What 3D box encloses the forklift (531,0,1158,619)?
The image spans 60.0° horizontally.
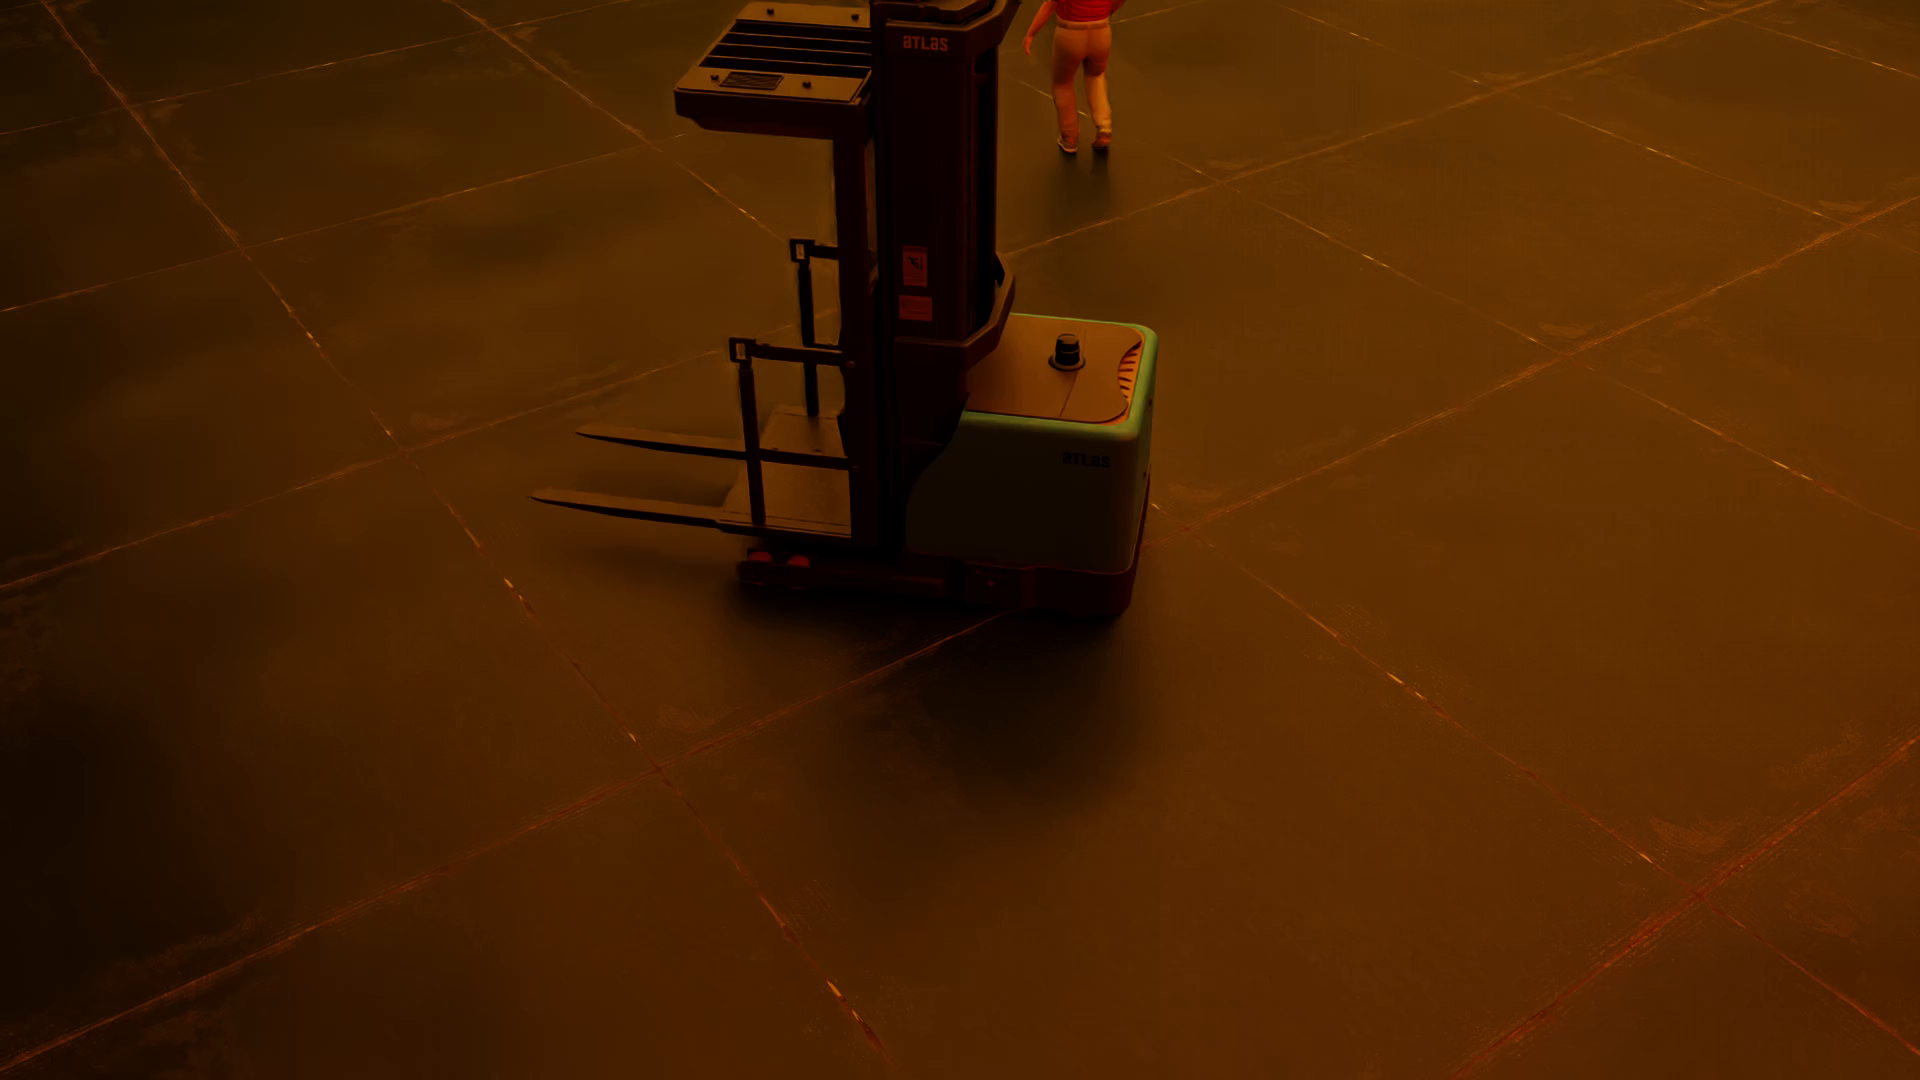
[{"bbox_3d":[-0.603,-1.237,7.618,3.031,2.935,1.130,7,37,9],"label":"forklift"}]

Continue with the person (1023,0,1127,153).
[{"bbox_3d":[0.815,-3.565,11.827,0.781,1.712,0.488,-8,37,-11],"label":"person"}]
